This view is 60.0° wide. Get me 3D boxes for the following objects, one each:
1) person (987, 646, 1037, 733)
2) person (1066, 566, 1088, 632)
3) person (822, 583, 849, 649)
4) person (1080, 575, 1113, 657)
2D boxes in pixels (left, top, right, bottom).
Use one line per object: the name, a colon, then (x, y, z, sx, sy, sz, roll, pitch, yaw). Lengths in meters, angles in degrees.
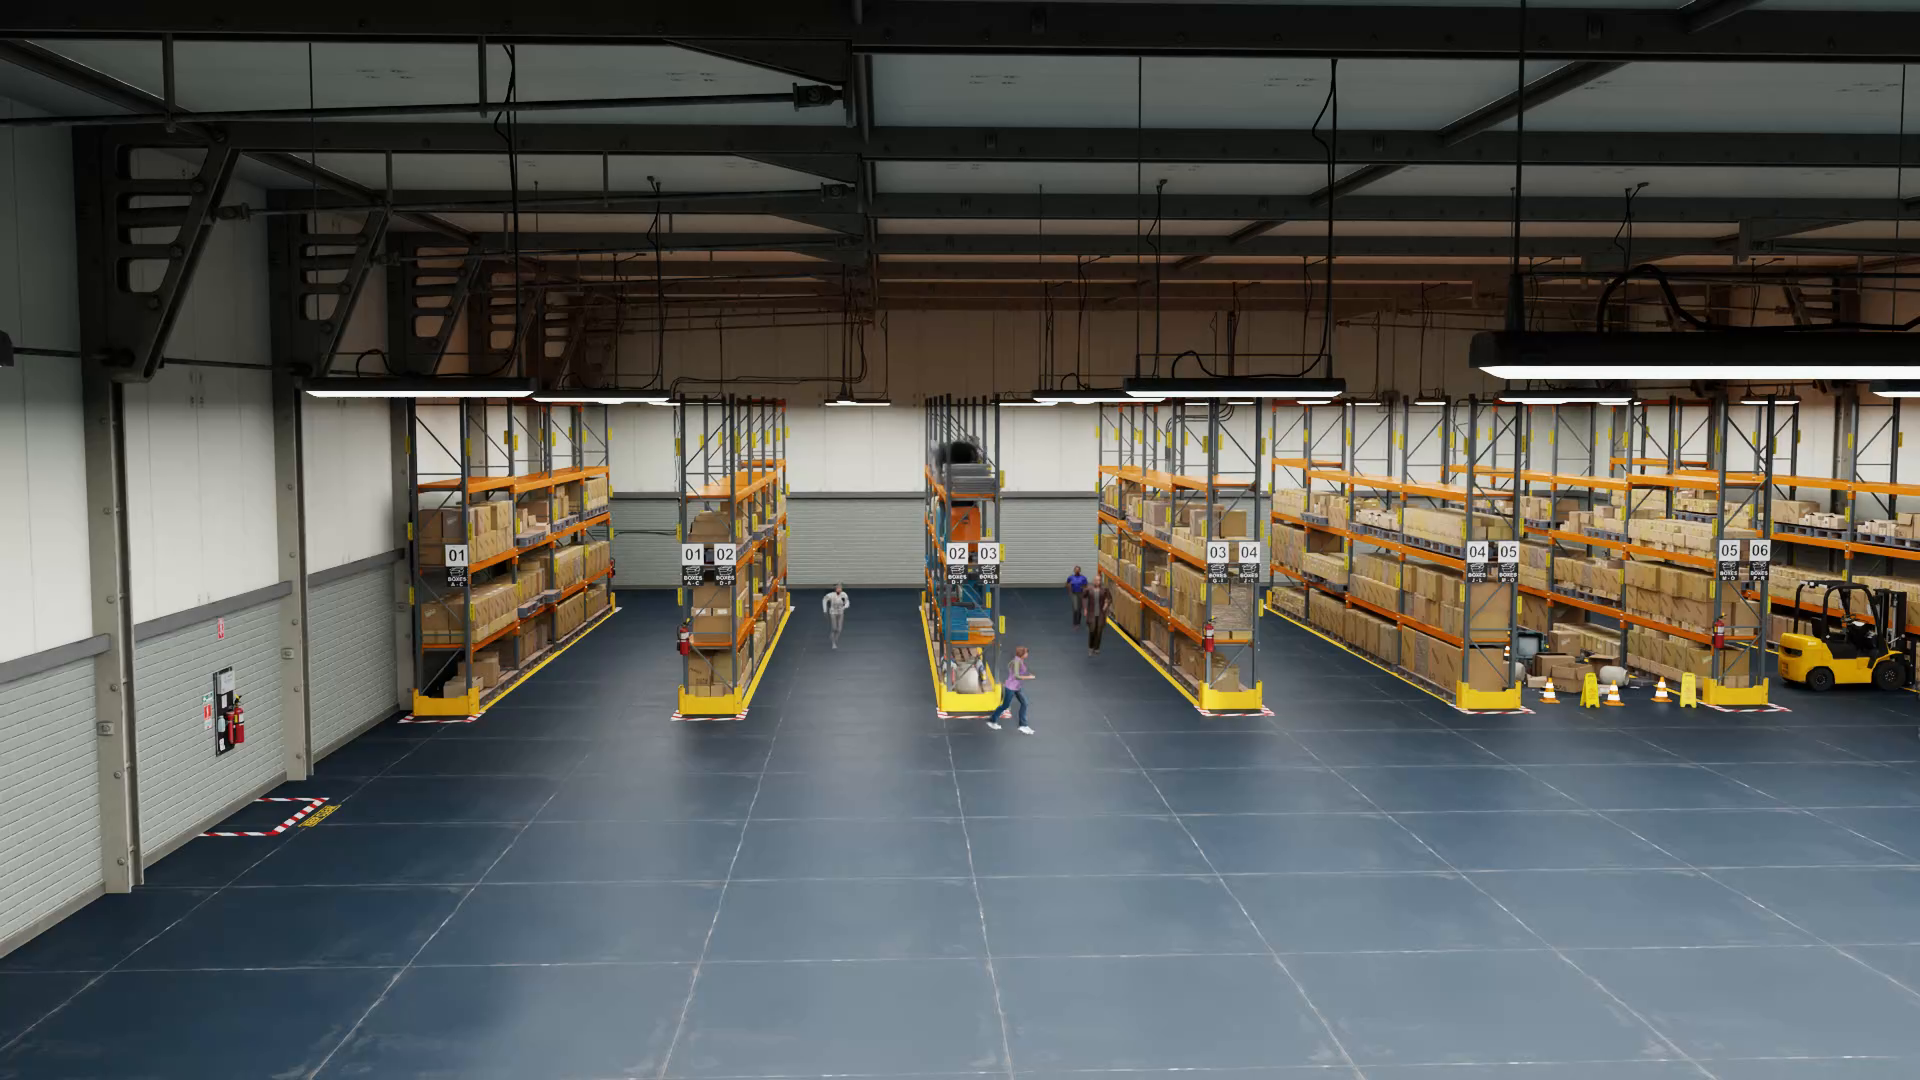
person: (0.923, 2.625, 29.287, 0.905, 1.566, 0.534, 2, 5, 21)
person: (3.036, 1.507, 42.946, 0.564, 1.683, 0.750, 0, 5, -1)
person: (-2.940, 1.799, 39.657, 0.610, 1.618, 0.667, -2, 5, -20)
person: (3.028, 1.689, 36.727, 0.702, 1.821, 0.711, 0, 5, -1)
